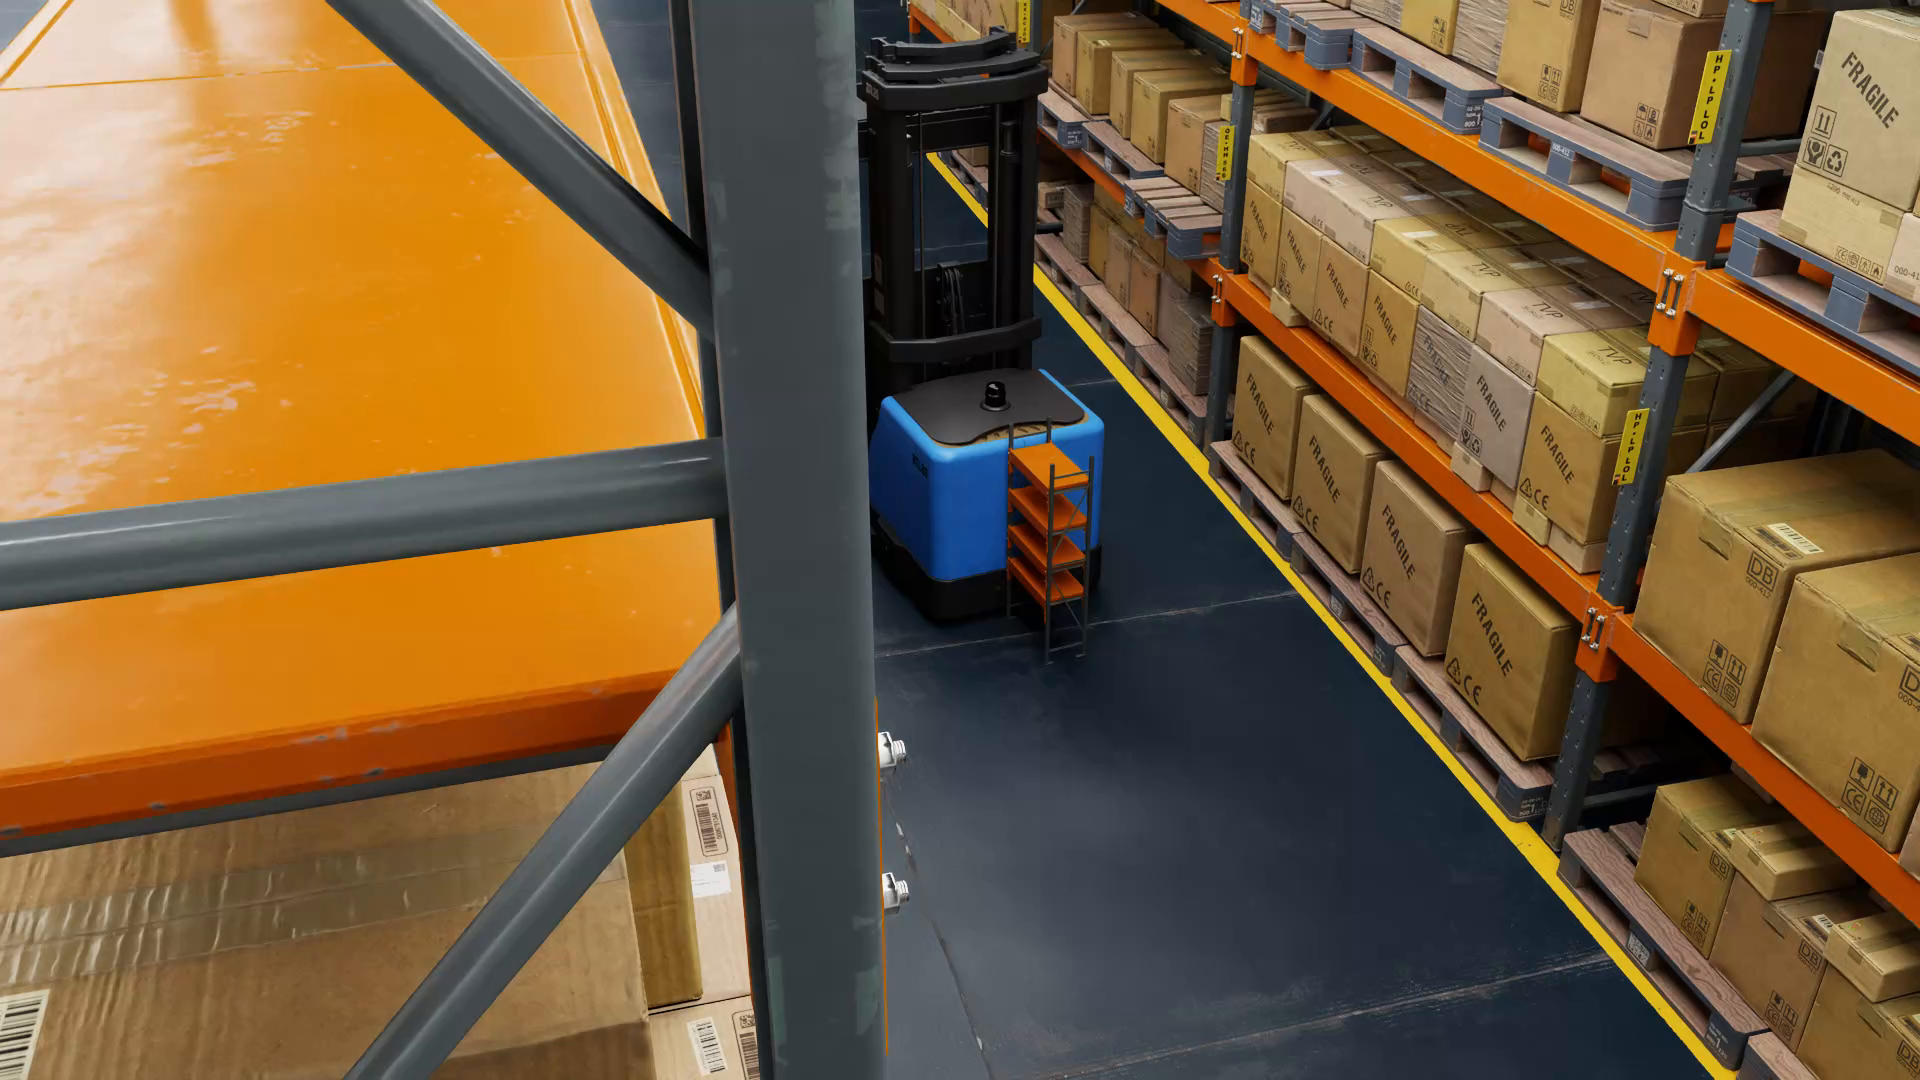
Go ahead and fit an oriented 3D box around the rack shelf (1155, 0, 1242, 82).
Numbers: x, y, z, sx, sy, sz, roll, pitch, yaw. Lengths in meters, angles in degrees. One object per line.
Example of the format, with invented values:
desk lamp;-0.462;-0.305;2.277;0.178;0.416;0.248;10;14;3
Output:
rack shelf;1.568;-3.859;11.377;1.077;0.370;4.000;-8;31;-13

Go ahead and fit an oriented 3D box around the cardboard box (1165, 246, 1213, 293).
cardboard box;1.766;-1.963;11.686;0.500;0.250;0.500;-7;31;-12

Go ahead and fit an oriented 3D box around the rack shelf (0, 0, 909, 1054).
rack shelf;-1.084;-0.631;2.810;1.077;0.370;4.000;-8;31;-13

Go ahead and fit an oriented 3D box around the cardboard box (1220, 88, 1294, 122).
cardboard box;1.878;-2.736;10.528;0.380;0.149;0.250;-13;33;-22

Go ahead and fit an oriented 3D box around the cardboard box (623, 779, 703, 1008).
cardboard box;-0.756;0.346;2.298;0.700;0.500;0.500;-8;31;-13

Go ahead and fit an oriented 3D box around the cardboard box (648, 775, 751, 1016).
cardboard box;-0.564;0.644;2.531;0.500;0.250;0.500;-8;31;-13

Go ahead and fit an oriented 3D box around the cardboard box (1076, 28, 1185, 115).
cardboard box;1.281;-3.550;12.581;0.700;0.500;0.500;-5;30;-8

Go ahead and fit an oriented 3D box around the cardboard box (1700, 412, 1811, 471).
cardboard box;3.281;-0.410;7.279;0.500;0.500;0.500;-9;31;-15

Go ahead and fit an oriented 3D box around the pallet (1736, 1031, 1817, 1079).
pallet;3.614;2.201;5.968;1.003;0.211;1.213;-8;31;-13

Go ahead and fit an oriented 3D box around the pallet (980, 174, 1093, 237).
pallet;0.825;-2.951;14.868;1.003;0.211;1.213;-8;31;-13

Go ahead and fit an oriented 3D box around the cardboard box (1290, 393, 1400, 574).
cardboard box;2.394;-0.361;9.337;0.750;0.750;0.750;-8;31;-14

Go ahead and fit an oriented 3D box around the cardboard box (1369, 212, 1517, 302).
cardboard box;2.392;-1.411;8.260;0.500;0.250;0.500;-8;31;-14

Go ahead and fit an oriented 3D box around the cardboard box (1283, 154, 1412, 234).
cardboard box;2.114;-1.898;9.101;0.500;0.250;0.500;-8;31;-14

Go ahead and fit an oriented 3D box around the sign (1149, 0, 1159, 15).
sign;1.571;-4.414;13.458;0.100;0.325;0.005;-8;31;-13

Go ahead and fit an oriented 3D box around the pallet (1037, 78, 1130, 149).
pallet;1.100;-3.366;12.994;1.003;0.211;1.213;-8;31;-13

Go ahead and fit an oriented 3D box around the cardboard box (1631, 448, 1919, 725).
cardboard box;3.289;0.160;6.410;0.980;0.700;0.700;-7;31;-13

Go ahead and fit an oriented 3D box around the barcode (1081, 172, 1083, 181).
barcode;1.101;-3.276;14.981;0.001;0.075;0.075;-8;31;-13

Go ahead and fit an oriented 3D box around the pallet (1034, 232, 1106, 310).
pallet;1.245;-2.255;13.666;1.003;0.211;1.213;-8;31;-13

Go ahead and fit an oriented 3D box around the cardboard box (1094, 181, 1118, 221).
cardboard box;1.369;-2.705;12.968;0.500;0.250;0.500;-8;31;-14

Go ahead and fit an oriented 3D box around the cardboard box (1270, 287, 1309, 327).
cardboard box;2.010;-1.353;9.556;0.380;0.149;0.250;-7;31;-12

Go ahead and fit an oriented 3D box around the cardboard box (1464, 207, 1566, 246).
cardboard box;2.872;-1.482;8.382;0.500;0.250;0.500;-9;31;-14

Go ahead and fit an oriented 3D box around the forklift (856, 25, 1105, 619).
forklift;-0.248;-1.558;9.747;1.130;2.935;3.031;-12;32;-20

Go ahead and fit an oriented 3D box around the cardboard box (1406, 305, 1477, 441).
cardboard box;2.525;-0.833;8.009;0.500;0.500;0.500;-8;31;-13

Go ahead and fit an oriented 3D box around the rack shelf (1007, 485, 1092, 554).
rack shelf;0.463;-0.127;8.690;0.258;0.148;0.480;-12;32;-20

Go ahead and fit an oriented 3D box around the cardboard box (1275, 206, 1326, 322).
cardboard box;2.111;-1.564;9.272;0.500;0.500;0.500;-7;31;-12

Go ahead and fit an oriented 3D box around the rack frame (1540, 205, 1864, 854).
rack frame;3.160;0.026;6.942;1.000;3.000;0.127;-8;31;-13

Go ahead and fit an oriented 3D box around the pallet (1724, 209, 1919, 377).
pallet;3.367;-0.837;5.527;1.003;0.211;1.213;-8;31;-13

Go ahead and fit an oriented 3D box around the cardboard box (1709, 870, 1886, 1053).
cardboard box;3.390;1.544;6.395;0.700;0.500;0.500;-8;31;-14

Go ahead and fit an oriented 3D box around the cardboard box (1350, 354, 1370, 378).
cardboard box;2.331;-0.998;8.942;0.380;0.149;0.250;-7;31;-13

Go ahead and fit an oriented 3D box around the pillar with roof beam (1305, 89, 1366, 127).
pillar with roof beam;-1.563;-4.673;9.071;9.100;9.000;0.400;-8;31;-13

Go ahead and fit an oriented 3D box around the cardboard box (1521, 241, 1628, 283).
cardboard box;3.006;-1.229;7.945;0.500;0.250;0.500;-9;31;-15

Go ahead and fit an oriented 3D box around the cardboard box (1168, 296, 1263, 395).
cardboard box;1.857;-1.355;11.384;0.700;0.500;0.500;-7;31;-13

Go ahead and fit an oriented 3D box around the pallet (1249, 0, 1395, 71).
pallet;2.321;-2.818;9.050;1.213;0.211;1.003;-6;31;-11

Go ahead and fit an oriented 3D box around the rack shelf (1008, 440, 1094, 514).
rack shelf;0.463;-0.331;8.571;0.258;0.148;0.480;-12;32;-20

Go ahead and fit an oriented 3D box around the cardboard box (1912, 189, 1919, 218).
cardboard box;3.222;-1.128;4.823;0.500;0.500;0.500;-8;31;-14

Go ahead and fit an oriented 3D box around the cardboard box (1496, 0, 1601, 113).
cardboard box;2.822;-2.206;7.264;0.700;0.500;0.500;-8;31;-14

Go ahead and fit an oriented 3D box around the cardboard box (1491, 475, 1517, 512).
cardboard box;2.683;-0.249;7.648;0.380;0.149;0.250;-7;31;-12

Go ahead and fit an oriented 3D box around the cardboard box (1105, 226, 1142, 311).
cardboard box;1.530;-2.098;12.668;0.700;0.500;0.500;-8;31;-13

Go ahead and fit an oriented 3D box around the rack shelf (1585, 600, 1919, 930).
rack shelf;3.691;1.303;5.453;1.077;0.370;4.000;-8;31;-13

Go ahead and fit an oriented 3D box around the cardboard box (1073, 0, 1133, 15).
cardboard box;1.114;-4.361;13.902;0.500;0.500;0.500;-9;31;-14

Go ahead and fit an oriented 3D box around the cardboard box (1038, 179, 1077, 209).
cardboard box;0.866;-3.056;14.656;0.380;0.166;0.250;-12;32;-20

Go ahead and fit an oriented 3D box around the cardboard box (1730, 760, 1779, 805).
cardboard box;3.413;0.924;6.819;0.380;0.149;0.250;-8;31;-14

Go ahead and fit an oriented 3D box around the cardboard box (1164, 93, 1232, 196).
cardboard box;1.790;-2.631;10.994;0.700;0.500;0.500;-11;32;-18

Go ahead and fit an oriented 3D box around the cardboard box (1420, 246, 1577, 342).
cardboard box;2.528;-1.165;7.835;0.500;0.250;0.500;-7;31;-12

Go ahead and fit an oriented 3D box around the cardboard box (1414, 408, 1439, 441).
cardboard box;2.503;-0.619;8.287;0.380;0.149;0.250;-9;31;-15

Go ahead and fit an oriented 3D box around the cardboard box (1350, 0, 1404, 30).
cardboard box;2.474;-2.962;8.571;0.700;0.500;0.500;-10;31;-16

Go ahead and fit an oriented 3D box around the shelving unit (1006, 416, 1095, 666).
shelving unit;0.463;0.009;8.768;0.258;1.200;0.503;-12;32;-20

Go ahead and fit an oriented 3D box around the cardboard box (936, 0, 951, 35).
cardboard box;0.080;-4.940;15.651;0.500;0.250;0.500;-8;31;-14

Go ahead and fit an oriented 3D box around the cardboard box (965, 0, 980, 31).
cardboard box;0.352;-4.778;14.623;0.500;0.500;0.500;-9;31;-15

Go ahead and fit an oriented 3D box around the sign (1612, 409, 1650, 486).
sign;2.640;-0.364;6.539;0.100;0.325;0.005;-8;31;-13
